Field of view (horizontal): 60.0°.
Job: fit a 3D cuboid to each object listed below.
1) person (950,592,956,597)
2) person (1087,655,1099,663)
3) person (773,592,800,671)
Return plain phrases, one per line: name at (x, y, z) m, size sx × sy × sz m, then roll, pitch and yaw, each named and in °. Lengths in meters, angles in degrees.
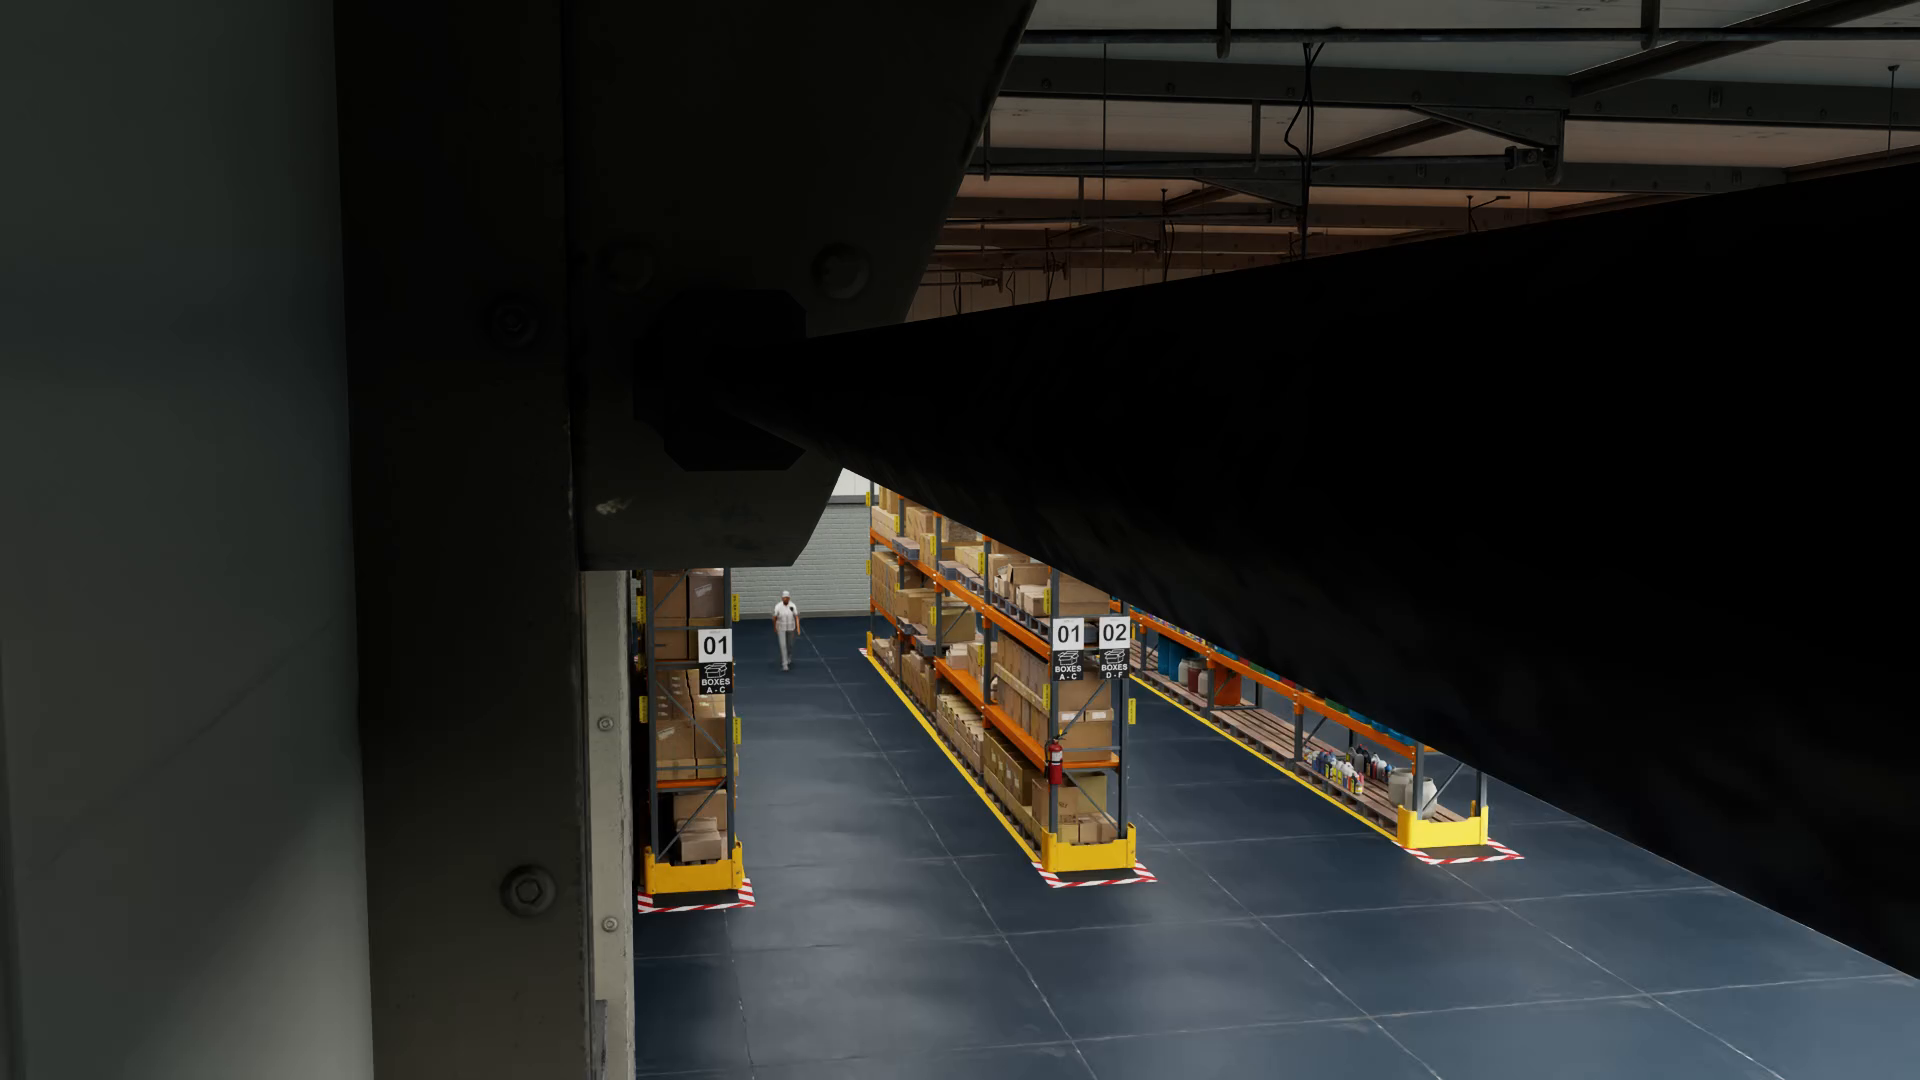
person at (-0.326, 1.513, 37.743) m, size 0.729 × 1.795 × 0.641 m, roll -1°, pitch 6°, yaw -9°
person at (2.116, 2.567, 27.728) m, size 0.551 × 1.827 × 0.746 m, roll -1°, pitch 6°, yaw -11°
person at (-3.642, 1.876, 34.883) m, size 0.525 × 1.605 × 1.022 m, roll -2°, pitch 6°, yaw -15°
